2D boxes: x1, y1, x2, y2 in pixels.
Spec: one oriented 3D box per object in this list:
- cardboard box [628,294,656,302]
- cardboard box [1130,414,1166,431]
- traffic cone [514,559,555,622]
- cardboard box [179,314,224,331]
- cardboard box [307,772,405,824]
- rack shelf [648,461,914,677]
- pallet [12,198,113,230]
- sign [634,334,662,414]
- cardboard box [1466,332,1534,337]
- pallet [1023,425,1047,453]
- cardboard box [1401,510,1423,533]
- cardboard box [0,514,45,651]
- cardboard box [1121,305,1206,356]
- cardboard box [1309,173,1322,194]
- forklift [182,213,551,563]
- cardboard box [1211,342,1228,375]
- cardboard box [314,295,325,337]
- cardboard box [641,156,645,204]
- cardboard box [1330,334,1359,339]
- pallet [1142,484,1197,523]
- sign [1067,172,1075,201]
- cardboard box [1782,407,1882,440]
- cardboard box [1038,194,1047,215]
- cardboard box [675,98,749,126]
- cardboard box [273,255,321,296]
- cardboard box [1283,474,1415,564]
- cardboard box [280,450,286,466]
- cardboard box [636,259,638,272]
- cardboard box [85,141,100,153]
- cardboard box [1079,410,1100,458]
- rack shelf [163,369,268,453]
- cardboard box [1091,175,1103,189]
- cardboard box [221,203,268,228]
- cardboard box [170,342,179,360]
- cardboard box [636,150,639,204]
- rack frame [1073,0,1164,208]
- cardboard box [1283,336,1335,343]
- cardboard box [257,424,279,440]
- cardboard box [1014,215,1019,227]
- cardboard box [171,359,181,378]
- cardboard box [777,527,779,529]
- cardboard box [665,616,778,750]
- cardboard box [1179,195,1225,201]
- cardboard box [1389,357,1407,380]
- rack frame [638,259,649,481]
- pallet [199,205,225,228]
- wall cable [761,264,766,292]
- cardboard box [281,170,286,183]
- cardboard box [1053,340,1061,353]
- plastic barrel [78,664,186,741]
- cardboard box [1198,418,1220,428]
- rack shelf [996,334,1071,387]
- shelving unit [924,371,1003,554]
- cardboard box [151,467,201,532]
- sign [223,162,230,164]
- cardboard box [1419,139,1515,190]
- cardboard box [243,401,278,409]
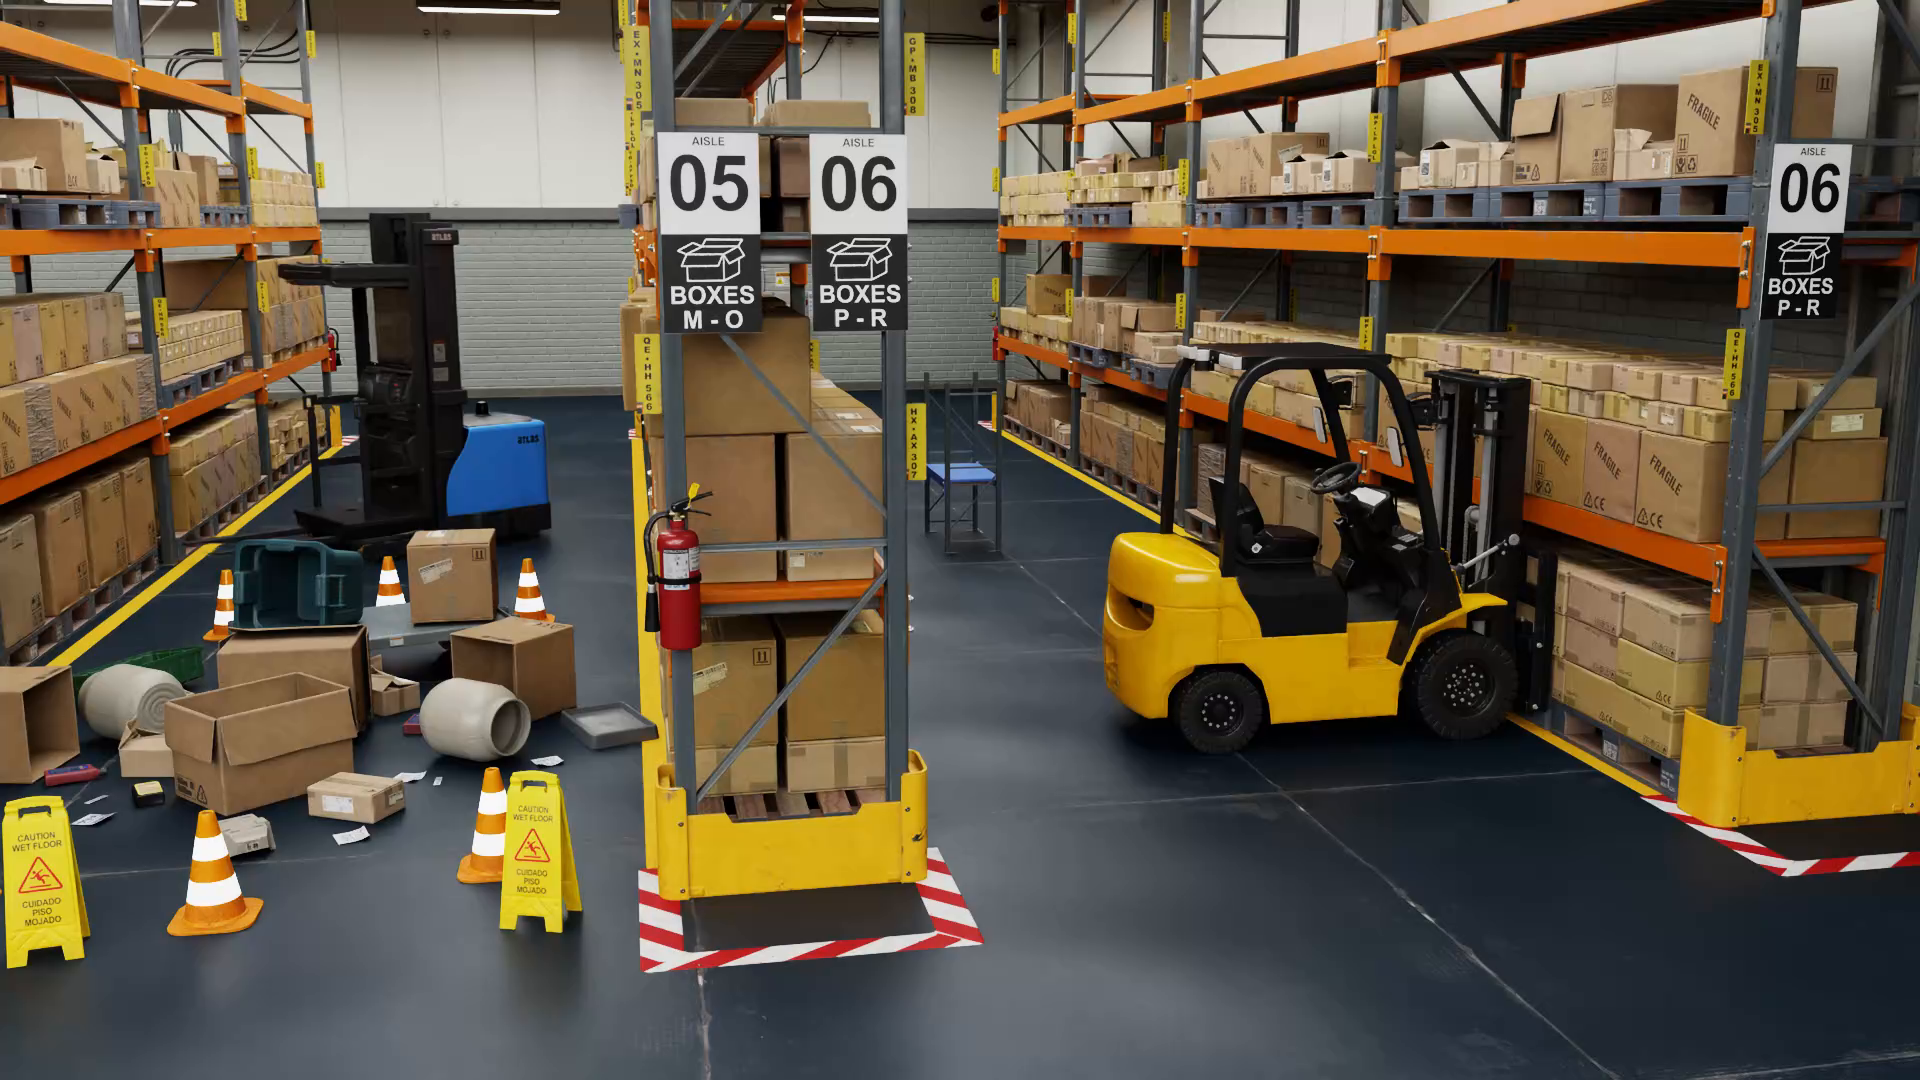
[{"bbox_3d":[-1.481,-1.114,9.290,0.700,0.500,0.500,-2,11,-12],"label":"cardboard box"},{"bbox_3d":[2.012,-1.241,17.522,0.380,0.149,0.250,-3,11,-14],"label":"cardboard box"},{"bbox_3d":[-3.118,0.366,12.036,0.336,0.463,0.334,-2,11,-11],"label":"traffic cone"},{"bbox_3d":[-7.473,-2.136,16.355,0.380,0.149,0.250,-2,11,-11],"label":"cardboard box"},{"bbox_3d":[-2.962,1.264,8.160,0.380,0.149,0.250,4,11,18],"label":"cardboard box"},{"bbox_3d":[-1.114,0.017,9.011,1.077,0.370,4.000,-2,11,-11],"label":"rack shelf"},{"bbox_3d":[-6.719,-2.298,11.732,1.003,0.211,1.213,-2,11,-8],"label":"pallet"},{"bbox_3d":[-1.274,-0.678,6.792,0.100,0.325,0.005,-2,11,-11],"label":"sign"},{"bbox_3d":[3.723,-1.351,11.475,0.380,0.149,0.250,-2,11,-11],"label":"cardboard box"},{"bbox_3d":[1.436,-1.332,21.633,1.003,0.211,1.213,-2,11,-11],"label":"pallet"},{"bbox_3d":[3.241,-0.037,10.927,0.500,0.250,0.500,-2,11,-11],"label":"cardboard box"},{"bbox_3d":[-6.548,0.283,10.580,1.050,0.750,0.750,-2,11,-11],"label":"cardboard box"},{"bbox_3d":[2.088,-2.168,17.166,0.797,0.503,0.637,-2,11,-12],"label":"cardboard box"},{"bbox_3d":[2.853,-2.681,12.519,0.380,0.149,0.250,-2,11,-11],"label":"cardboard box"},{"bbox_3d":[-5.184,-1.350,14.449,3.031,2.935,1.130,-11,15,-44],"label":"forklift"},{"bbox_3d":[2.530,-1.608,14.688,0.500,0.250,0.500,-2,11,-9],"label":"cardboard box"},{"bbox_3d":[-8.333,-2.828,20.970,0.500,0.500,0.500,-2,11,-10],"label":"cardboard box"},{"bbox_3d":[-1.492,-1.972,9.120,0.500,0.250,0.500,-2,11,-10],"label":"cardboard box"},{"bbox_3d":[3.256,-1.606,13.611,0.380,0.149,0.250,-2,11,-11],"label":"cardboard box"},{"bbox_3d":[2.479,-0.387,16.665,1.003,0.211,1.213,-2,11,-11],"label":"pallet"},{"bbox_3d":[1.278,-4.058,19.092,0.100,0.325,0.005,-2,11,-11],"label":"sign"},{"bbox_3d":[4.331,-0.591,8.275,0.380,0.149,0.250,-2,11,-12],"label":"cardboard box"},{"bbox_3d":[1.270,-4.167,20.649,0.500,0.250,0.500,-2,11,-10],"label":"cardboard box"},{"bbox_3d":[-1.081,-1.763,6.955,0.380,0.149,0.250,-2,11,-10],"label":"cardboard box"},{"bbox_3d":[-8.340,-3.318,20.867,0.500,0.500,0.500,-2,11,-12],"label":"cardboard box"},{"bbox_3d":[3.109,-0.162,13.256,0.875,0.625,0.625,-2,11,-12],"label":"cardboard box"},{"bbox_3d":[-7.702,-0.905,18.433,0.380,0.149,0.250,-2,11,-9],"label":"cardboard box"},{"bbox_3d":[-3.431,-3.075,18.652,0.380,0.149,0.250,-2,11,-12],"label":"cardboard box"},{"bbox_3d":[-7.565,-3.296,14.152,0.396,0.266,0.258,-2,11,-11],"label":"cardboard box"},{"bbox_3d":[1.682,-1.234,19.217,0.500,0.500,0.500,-2,11,-9],"label":"cardboard box"},{"bbox_3d":[-7.506,-1.252,15.677,1.077,0.370,4.000,-2,11,-11],"label":"rack shelf"},{"bbox_3d":[1.642,-3.892,18.088,0.380,0.149,0.250,-2,11,-12],"label":"cardboard box"},{"bbox_3d":[-7.726,-3.467,17.767,0.500,0.250,0.500,-2,11,-8],"label":"cardboard box"},{"bbox_3d":[-7.124,-1.662,14.660,0.380,0.149,0.250,-2,11,-13],"label":"cardboard box"},{"bbox_3d":[-2.503,-3.232,14.731,0.797,0.503,0.637,-3,11,-15],"label":"cardboard box"},{"bbox_3d":[1.809,-5.299,18.971,1.000,3.000,0.127,-2,11,-11],"label":"rack frame"},{"bbox_3d":[2.803,-1.540,13.265,0.380,0.149,0.250,-2,11,-11],"label":"cardboard box"},{"bbox_3d":[-7.754,-1.194,18.357,0.380,0.149,0.250,-2,11,-8],"label":"cardboard box"},{"bbox_3d":[0.922,-4.225,22.020,0.380,0.149,0.250,-2,11,-10],"label":"cardboard box"},{"bbox_3d":[-7.111,-1.510,14.655,0.380,0.149,0.250,-2,11,-8],"label":"cardboard box"},{"bbox_3d":[-0.821,-0.155,8.658,0.380,0.149,0.250,-2,11,-9],"label":"cardboard box"},{"bbox_3d":[-1.137,0.669,7.886,0.500,0.500,0.500,-2,11,-11],"label":"cardboard box"},{"bbox_3d":[2.282,-3.270,15.669,0.380,0.149,0.250,-2,11,-10],"label":"cardboard box"},{"bbox_3d":[3.169,-1.185,11.396,0.380,0.149,0.250,-2,11,-12],"label":"cardboard box"},{"bbox_3d":[-3.059,-2.171,18.580,1.000,3.000,0.127,-2,11,-11],"label":"rack frame"},{"bbox_3d":[-7.675,-3.046,15.660,1.213,0.211,1.003,-2,11,-11],"label":"pallet"},{"bbox_3d":[-3.568,-4.491,28.051,0.588,1.984,0.122,-2,11,-11],"label":"wall cable"},{"bbox_3d":[-8.043,-4.214,19.289,0.380,0.149,0.250,-2,11,-13],"label":"cardboard box"},{"bbox_3d":[1.353,-2.372,20.307,0.380,0.149,0.250,-2,11,-10],"label":"cardboard box"},{"bbox_3d":[-4.614,0.913,9.269,0.512,0.421,0.421,6,12,28],"label":"plastic barrel"},{"bbox_3d":[2.677,-1.168,17.138,0.380,0.149,0.250,-3,11,-14],"label":"cardboard box"},{"bbox_3d":[1.420,-2.366,21.526,1.077,0.370,4.000,-2,11,-11],"label":"rack shelf"},{"bbox_3d":[0.017,-0.721,14.974,0.538,1.500,1.048,-2,11,-11],"label":"shelving unit"},{"bbox_3d":[-7.004,-0.356,14.607,0.500,0.500,0.500,-3,11,-13],"label":"cardboard box"},{"bbox_3d":[-9.205,-4.589,20.925,0.100,0.325,0.005,-2,11,-11],"label":"sign"},{"bbox_3d":[3.288,-2.409,10.654,0.500,0.311,0.500,-2,11,-10],"label":"cardboard box"},{"bbox_3d":[-8.733,-1.649,20.750,0.380,0.149,0.250,-2,11,-10],"label":"cardboard box"}]
